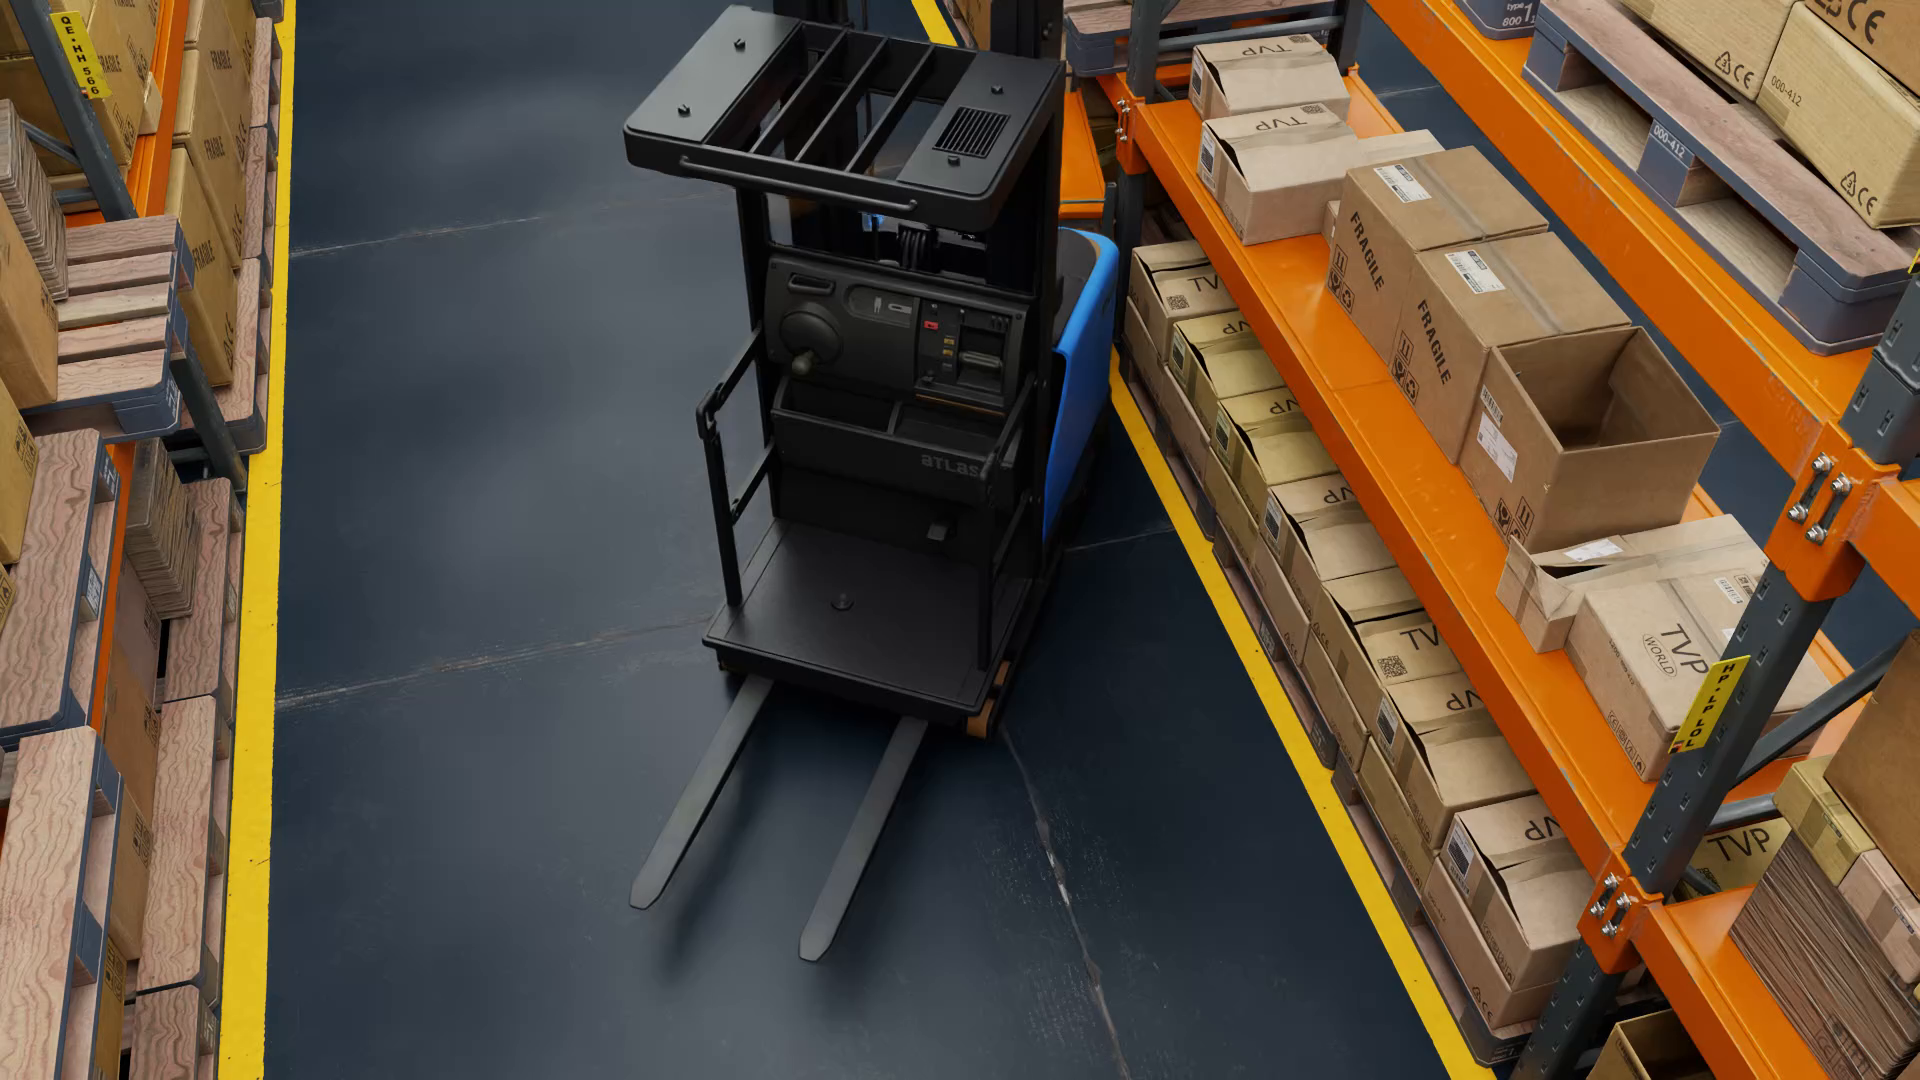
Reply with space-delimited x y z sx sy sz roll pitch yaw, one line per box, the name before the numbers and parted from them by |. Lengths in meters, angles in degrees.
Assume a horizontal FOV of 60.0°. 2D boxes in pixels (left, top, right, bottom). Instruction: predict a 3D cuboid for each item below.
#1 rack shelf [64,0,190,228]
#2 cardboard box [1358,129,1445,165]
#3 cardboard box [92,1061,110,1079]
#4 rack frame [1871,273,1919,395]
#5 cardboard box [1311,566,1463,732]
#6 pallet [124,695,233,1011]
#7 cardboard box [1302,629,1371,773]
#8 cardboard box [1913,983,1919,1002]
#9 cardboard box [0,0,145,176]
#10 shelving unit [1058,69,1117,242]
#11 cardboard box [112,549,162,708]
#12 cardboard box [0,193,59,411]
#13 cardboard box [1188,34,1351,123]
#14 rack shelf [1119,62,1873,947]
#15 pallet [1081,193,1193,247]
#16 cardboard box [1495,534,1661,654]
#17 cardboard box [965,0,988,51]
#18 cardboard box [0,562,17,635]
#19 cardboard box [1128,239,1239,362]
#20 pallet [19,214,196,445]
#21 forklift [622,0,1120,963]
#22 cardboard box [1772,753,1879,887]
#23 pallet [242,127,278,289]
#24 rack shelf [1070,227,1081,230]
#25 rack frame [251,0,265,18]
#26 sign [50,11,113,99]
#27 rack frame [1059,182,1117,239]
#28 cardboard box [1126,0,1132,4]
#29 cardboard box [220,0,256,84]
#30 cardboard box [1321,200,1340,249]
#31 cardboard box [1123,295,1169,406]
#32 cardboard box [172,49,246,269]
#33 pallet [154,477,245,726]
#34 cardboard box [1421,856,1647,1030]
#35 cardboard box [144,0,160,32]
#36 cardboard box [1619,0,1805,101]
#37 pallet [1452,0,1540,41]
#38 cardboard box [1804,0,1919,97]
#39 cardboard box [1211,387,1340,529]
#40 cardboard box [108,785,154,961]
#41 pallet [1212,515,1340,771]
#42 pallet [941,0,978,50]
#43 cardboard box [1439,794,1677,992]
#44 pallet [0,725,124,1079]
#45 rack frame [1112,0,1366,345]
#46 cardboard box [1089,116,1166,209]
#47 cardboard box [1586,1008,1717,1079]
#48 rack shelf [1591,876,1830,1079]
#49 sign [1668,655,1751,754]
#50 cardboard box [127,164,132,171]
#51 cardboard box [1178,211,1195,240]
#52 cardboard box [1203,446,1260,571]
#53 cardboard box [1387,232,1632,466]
rack shelf | -4.100 -2.334 7.691 1.077 0.370 4.000 -11 47 -10
cardboard box | 1.697 -1.455 6.502 0.380 0.149 0.250 -11 47 -10
cardboard box | -2.769 1.773 4.605 0.700 0.500 0.500 -9 46 -9
rack frame | 2.223 -1.451 2.122 1.000 3.000 0.127 -11 47 -10
cardboard box | 1.578 0.337 5.808 0.500 0.311 0.500 -11 47 -10
pallet | -3.081 1.152 5.724 1.003 0.211 1.213 -11 47 -10
cardboard box | 1.578 0.528 6.014 0.500 0.250 0.500 -10 46 -9
cardboard box | 2.237 0.959 3.437 0.380 0.149 0.250 -12 47 -11
cardboard box | -3.465 -1.733 6.307 0.500 0.500 0.500 -9 46 -9
shelving unit | 0.338 -1.425 7.601 0.538 1.125 1.048 -2 46 -5
cardboard box | -3.334 0.381 5.970 0.700 0.500 0.500 -11 47 -10
cardboard box | -3.289 -0.690 5.199 0.700 0.500 0.500 -15 47 -14
cardboard box | 1.250 -1.823 6.749 0.500 0.311 0.500 -8 46 -8
rack shelf | 1.711 -0.480 5.875 1.077 0.370 4.000 -11 47 -10
pallet | 1.045 -1.659 8.479 1.003 0.211 1.213 -11 47 -10
cardboard box | 1.821 0.122 4.875 0.396 0.266 0.258 -12 47 -11
cardboard box | 0.332 -3.063 9.344 0.500 0.500 0.500 -10 46 -10
cardboard box | -2.997 0.174 4.352 0.700 0.500 0.500 -5 46 -5
cardboard box | 1.050 -1.079 7.196 0.500 0.311 0.500 -9 46 -9
pallet | -3.303 -0.665 5.687 1.213 0.211 1.003 -11 47 -10
forklift | -0.296 -0.609 5.546 1.130 2.935 3.031 14 47 13
cardboard box | 2.105 0.607 3.781 0.380 0.149 0.250 -11 47 -10
pallet | -4.026 -1.628 8.448 1.003 0.211 1.213 -11 47 -10
rack shelf | 0.332 -1.254 7.775 0.538 0.278 1.000 -2 46 -5
rack frame | -4.612 -3.966 8.788 1.000 3.000 0.127 -11 47 -10
sign | -3.066 -1.688 5.800 0.100 0.325 0.005 -11 47 -10
rack frame | 0.382 -1.063 7.246 0.500 1.125 0.032 -2 46 -5
cardboard box | 0.929 -2.709 7.192 0.700 0.500 0.500 -26 51 -23
cardboard box | -4.320 -2.936 8.989 0.750 0.750 0.750 -10 46 -10
cardboard box | 1.580 -1.155 6.208 0.380 0.149 0.250 -8 46 -7
cardboard box | 1.050 -0.882 7.396 0.500 0.250 0.500 -11 47 -10
cardboard box | -3.868 -1.737 7.814 0.750 0.750 0.750 -11 47 -11
pallet | -3.390 0.311 6.548 1.003 0.211 1.213 -11 47 -10
cardboard box | 1.837 1.231 5.326 0.500 0.250 0.500 -11 47 -11
cardboard box | -3.716 -2.439 6.999 0.500 0.500 0.500 -11 47 -10
cardboard box | 1.932 -1.302 3.887 0.500 0.250 0.500 -15 47 -14
pallet | 1.749 -1.873 4.768 1.003 0.211 1.213 -9 46 -8
cardboard box | 2.104 -1.191 3.254 0.500 0.500 0.500 -10 46 -10
cardboard box | 1.321 -0.365 6.497 0.500 0.311 0.500 -12 47 -11
cardboard box | -3.041 1.065 5.299 0.700 0.500 0.500 -10 46 -10
pallet | 1.681 0.279 6.579 1.003 0.211 1.213 -11 47 -10
pallet | 0.420 -3.344 10.130 1.003 0.211 1.213 -11 47 -10
cardboard box | 1.843 1.041 5.119 0.500 0.311 0.500 -11 47 -10
pallet | -2.619 1.070 3.986 1.003 0.211 1.213 -11 47 -10
rack frame | 1.199 -2.113 6.971 1.000 3.000 0.127 -11 47 -10
cardboard box | 0.733 -1.995 8.298 0.500 0.500 0.500 -9 46 -9
cardboard box | 2.039 1.579 4.459 0.500 0.500 0.500 -11 47 -10
rack shelf | 2.735 2.281 3.169 1.077 0.370 4.000 -11 47 -10
sign | 1.701 0.377 3.776 0.100 0.325 0.005 -11 47 -10
cardboard box | -3.505 -1.569 6.600 0.380 0.149 0.250 -10 46 -10
cardboard box | 1.359 -1.759 8.066 0.500 0.500 0.500 -9 46 -9
cardboard box | 1.318 -0.178 6.706 0.500 0.250 0.500 -12 47 -11
cardboard box | 1.779 -0.629 5.447 0.500 0.500 0.500 -11 47 -10
